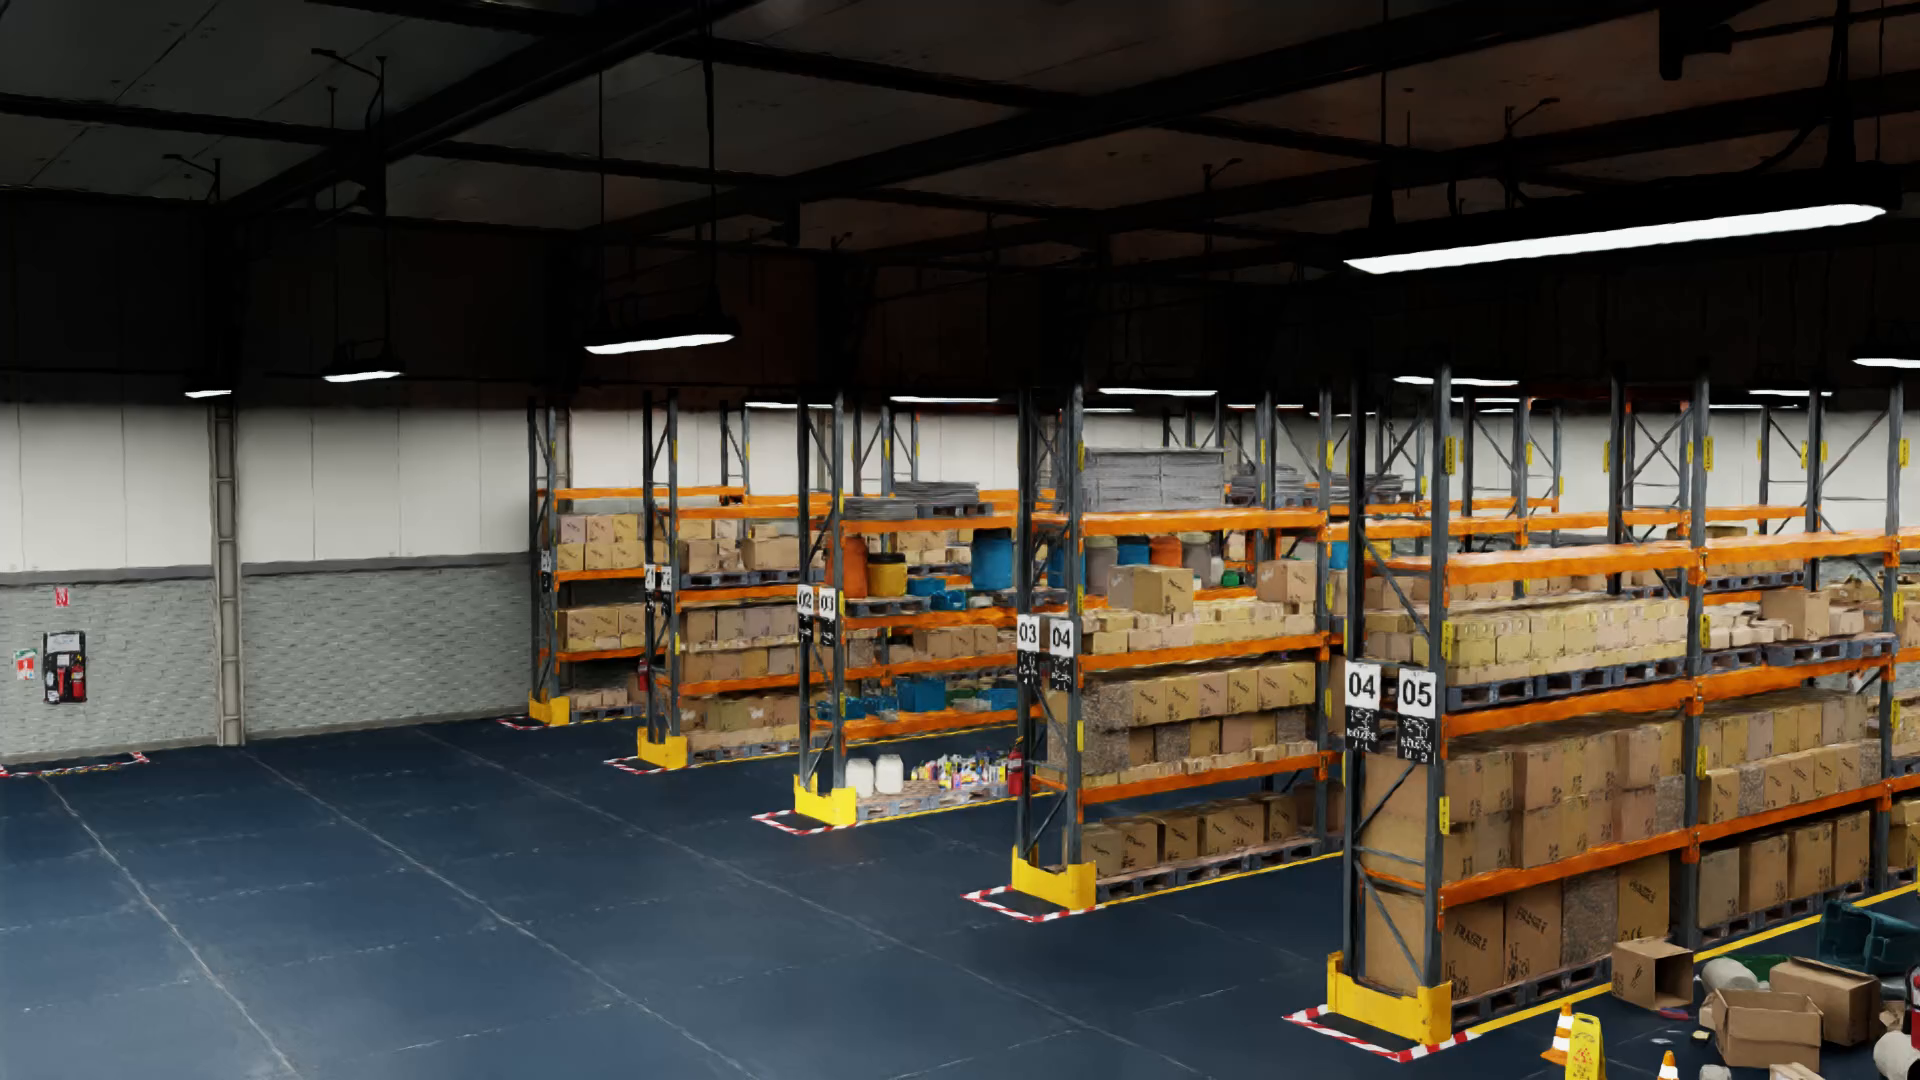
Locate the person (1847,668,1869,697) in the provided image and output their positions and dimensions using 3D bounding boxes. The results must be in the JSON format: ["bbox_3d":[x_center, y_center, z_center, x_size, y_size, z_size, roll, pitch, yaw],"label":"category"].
[{"bbox_3d":[14.329,2.750,26.480,0.441,1.675,0.496,1,4,23],"label":"person"}]
